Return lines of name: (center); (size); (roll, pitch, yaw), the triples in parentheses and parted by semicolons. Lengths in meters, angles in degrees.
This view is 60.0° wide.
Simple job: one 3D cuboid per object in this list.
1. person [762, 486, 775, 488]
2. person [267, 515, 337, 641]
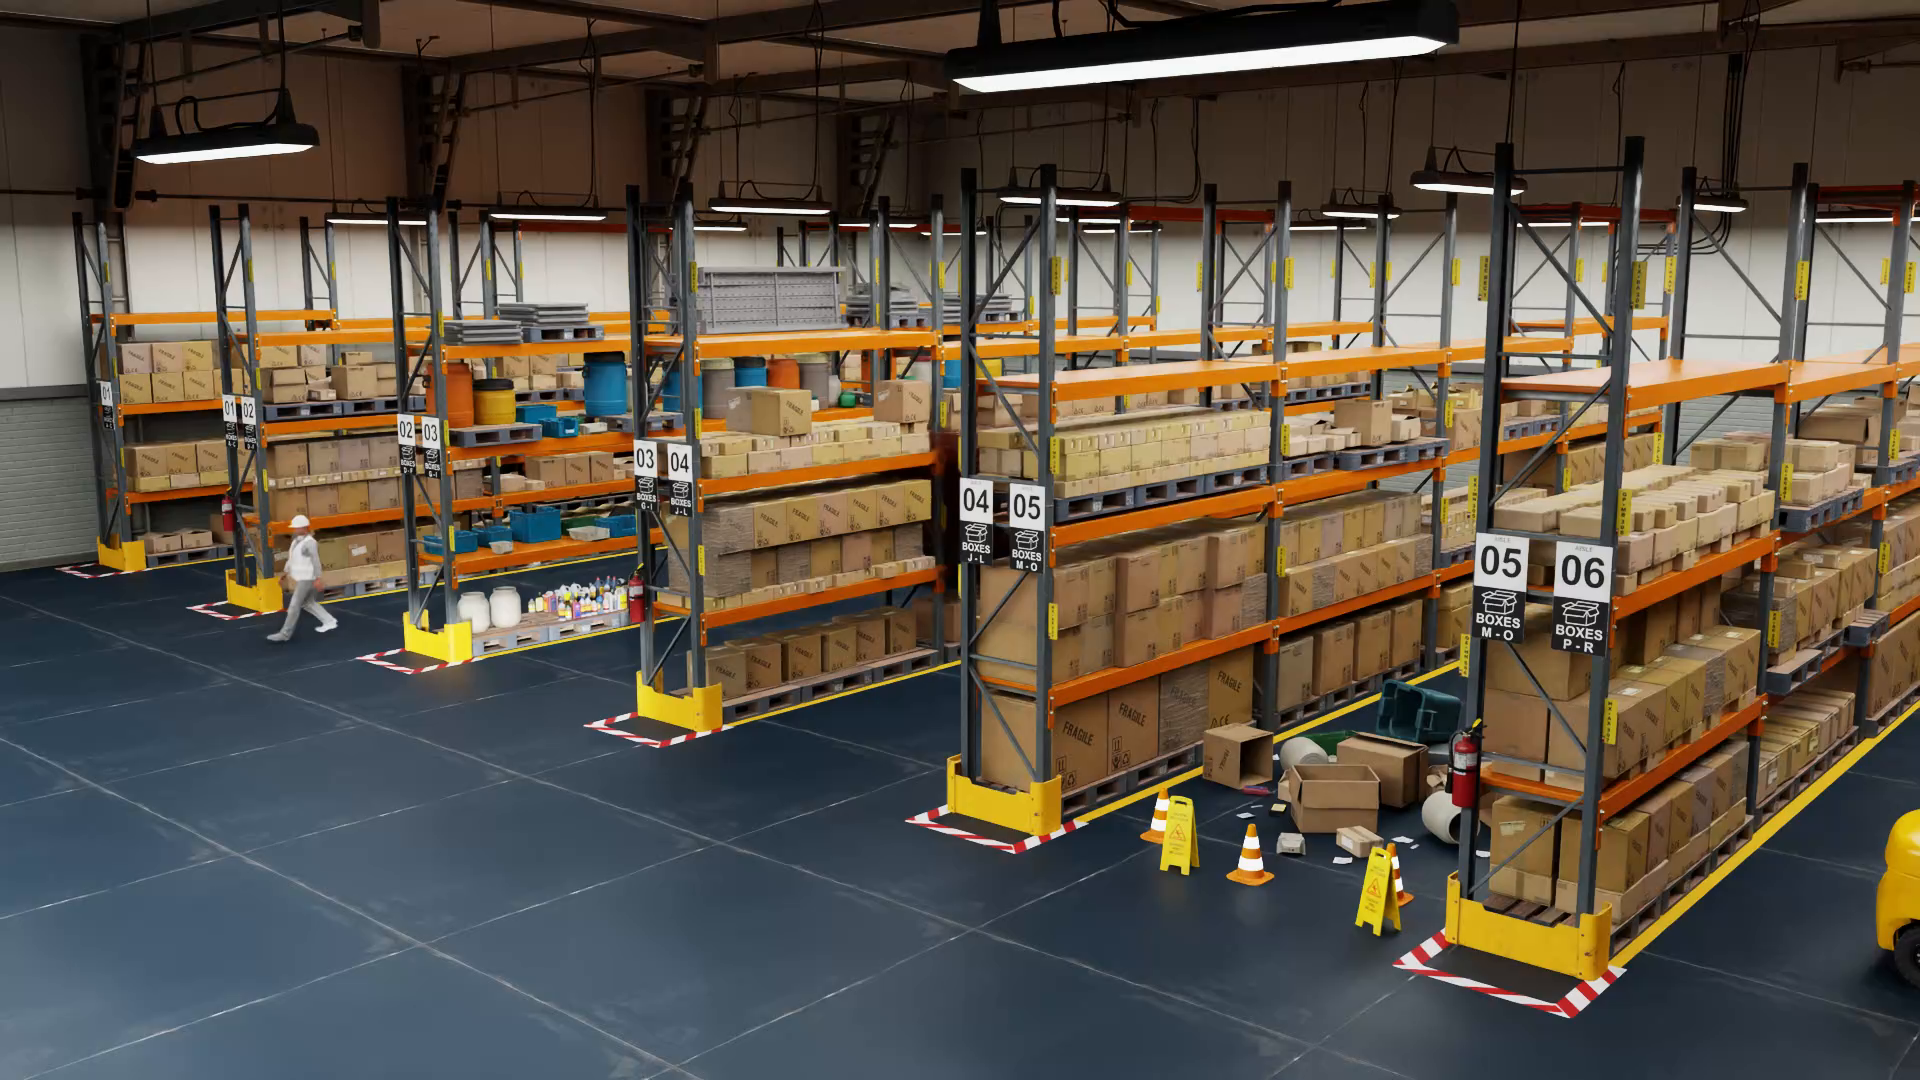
person: (-2.742, -0.051, 24.623); (0.611, 1.757, 1.079); (6, 11, 34)
person: (-9.101, 0.514, 22.935); (0.988, 1.729, 0.593); (-8, 13, -42)
